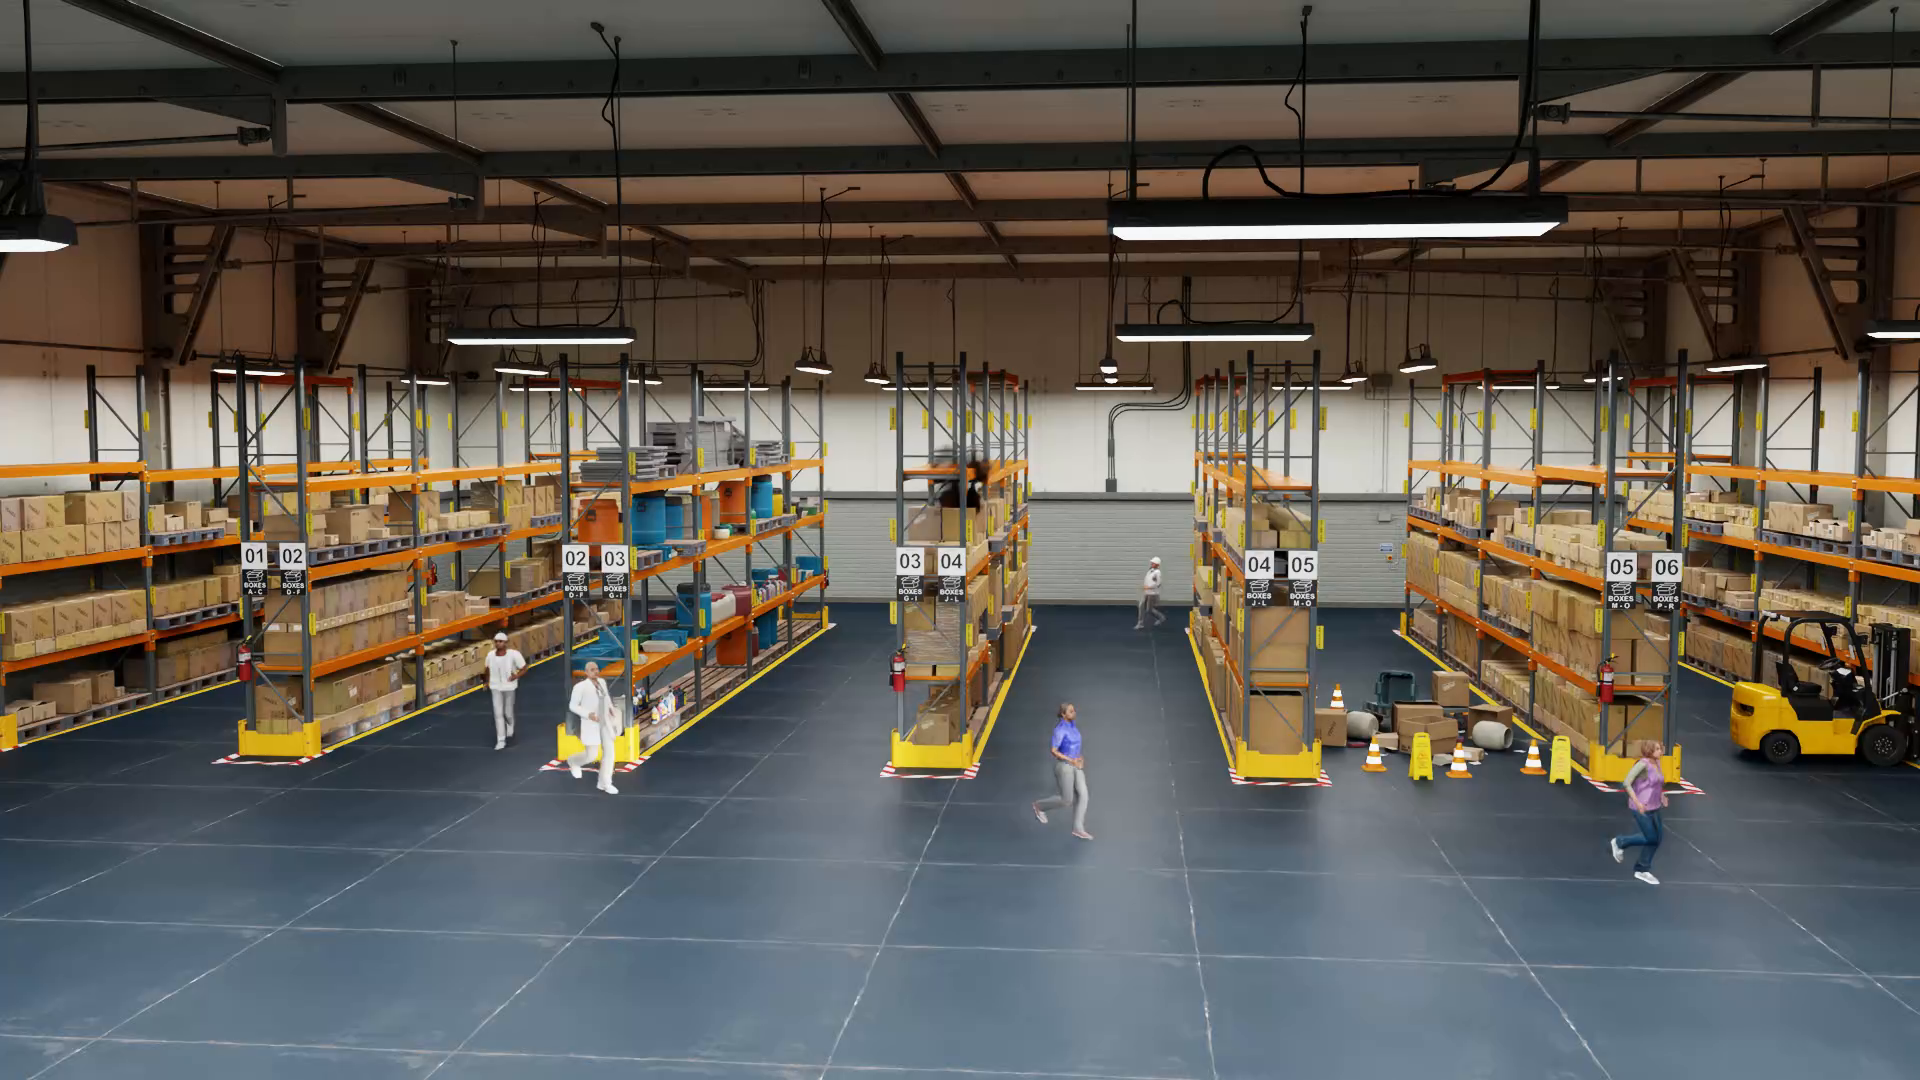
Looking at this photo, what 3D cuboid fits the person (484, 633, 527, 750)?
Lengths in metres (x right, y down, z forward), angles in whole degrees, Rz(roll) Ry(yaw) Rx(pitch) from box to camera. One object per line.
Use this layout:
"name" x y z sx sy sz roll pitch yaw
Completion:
"person" -7.034 2.306 25.691 0.689 1.767 0.852 0 4 -3

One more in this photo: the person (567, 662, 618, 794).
"person" -4.987 2.539 22.660 0.957 1.755 0.724 4 5 41

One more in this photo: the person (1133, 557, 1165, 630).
"person" 4.603 1.289 40.017 0.833 1.756 0.689 -2 4 -21

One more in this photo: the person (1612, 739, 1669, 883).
"person" 7.458 2.937 18.246 0.558 1.558 0.548 -3 5 -39

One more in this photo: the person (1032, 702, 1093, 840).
"person" 1.268 2.773 20.109 0.781 1.649 0.578 2 5 32
